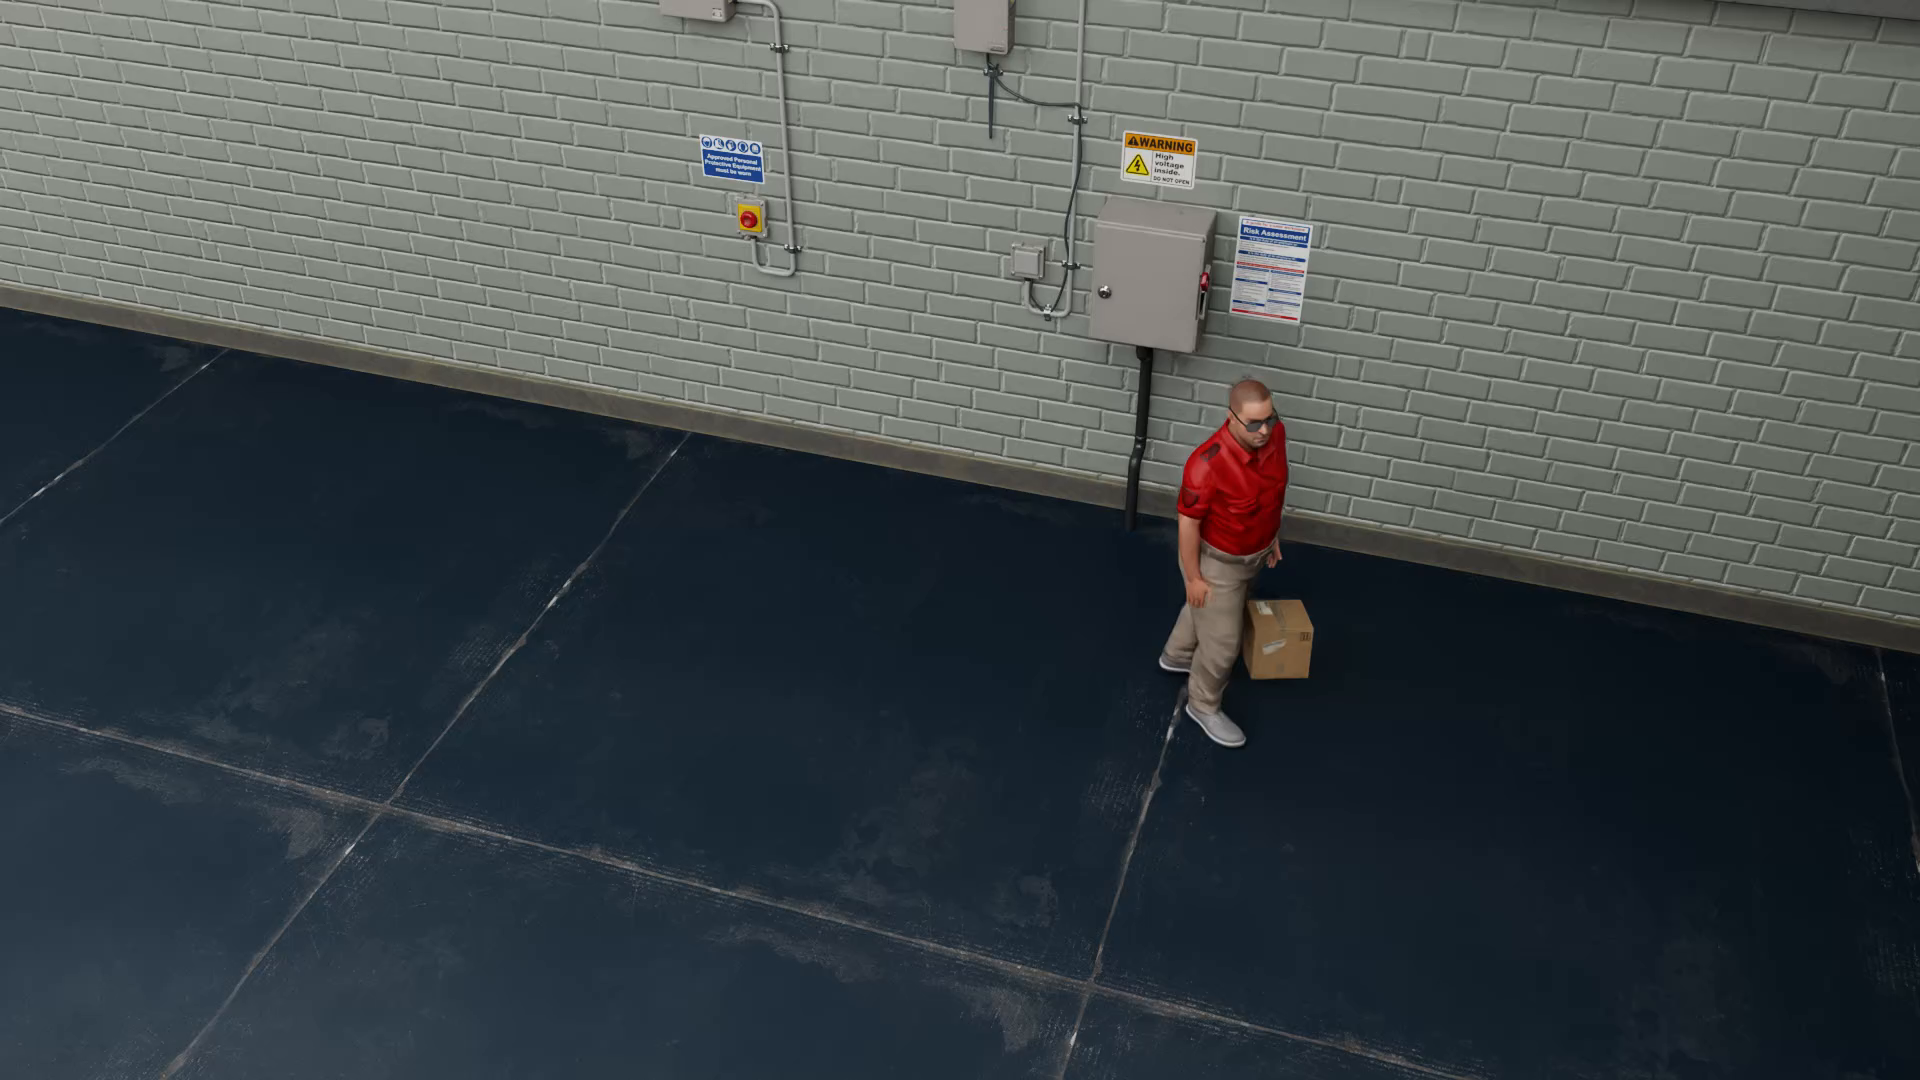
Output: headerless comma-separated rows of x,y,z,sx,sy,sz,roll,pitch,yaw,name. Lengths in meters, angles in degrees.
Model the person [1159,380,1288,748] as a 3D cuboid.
1.067,0.048,6.847,0.589,1.710,0.551,30,46,34,person
